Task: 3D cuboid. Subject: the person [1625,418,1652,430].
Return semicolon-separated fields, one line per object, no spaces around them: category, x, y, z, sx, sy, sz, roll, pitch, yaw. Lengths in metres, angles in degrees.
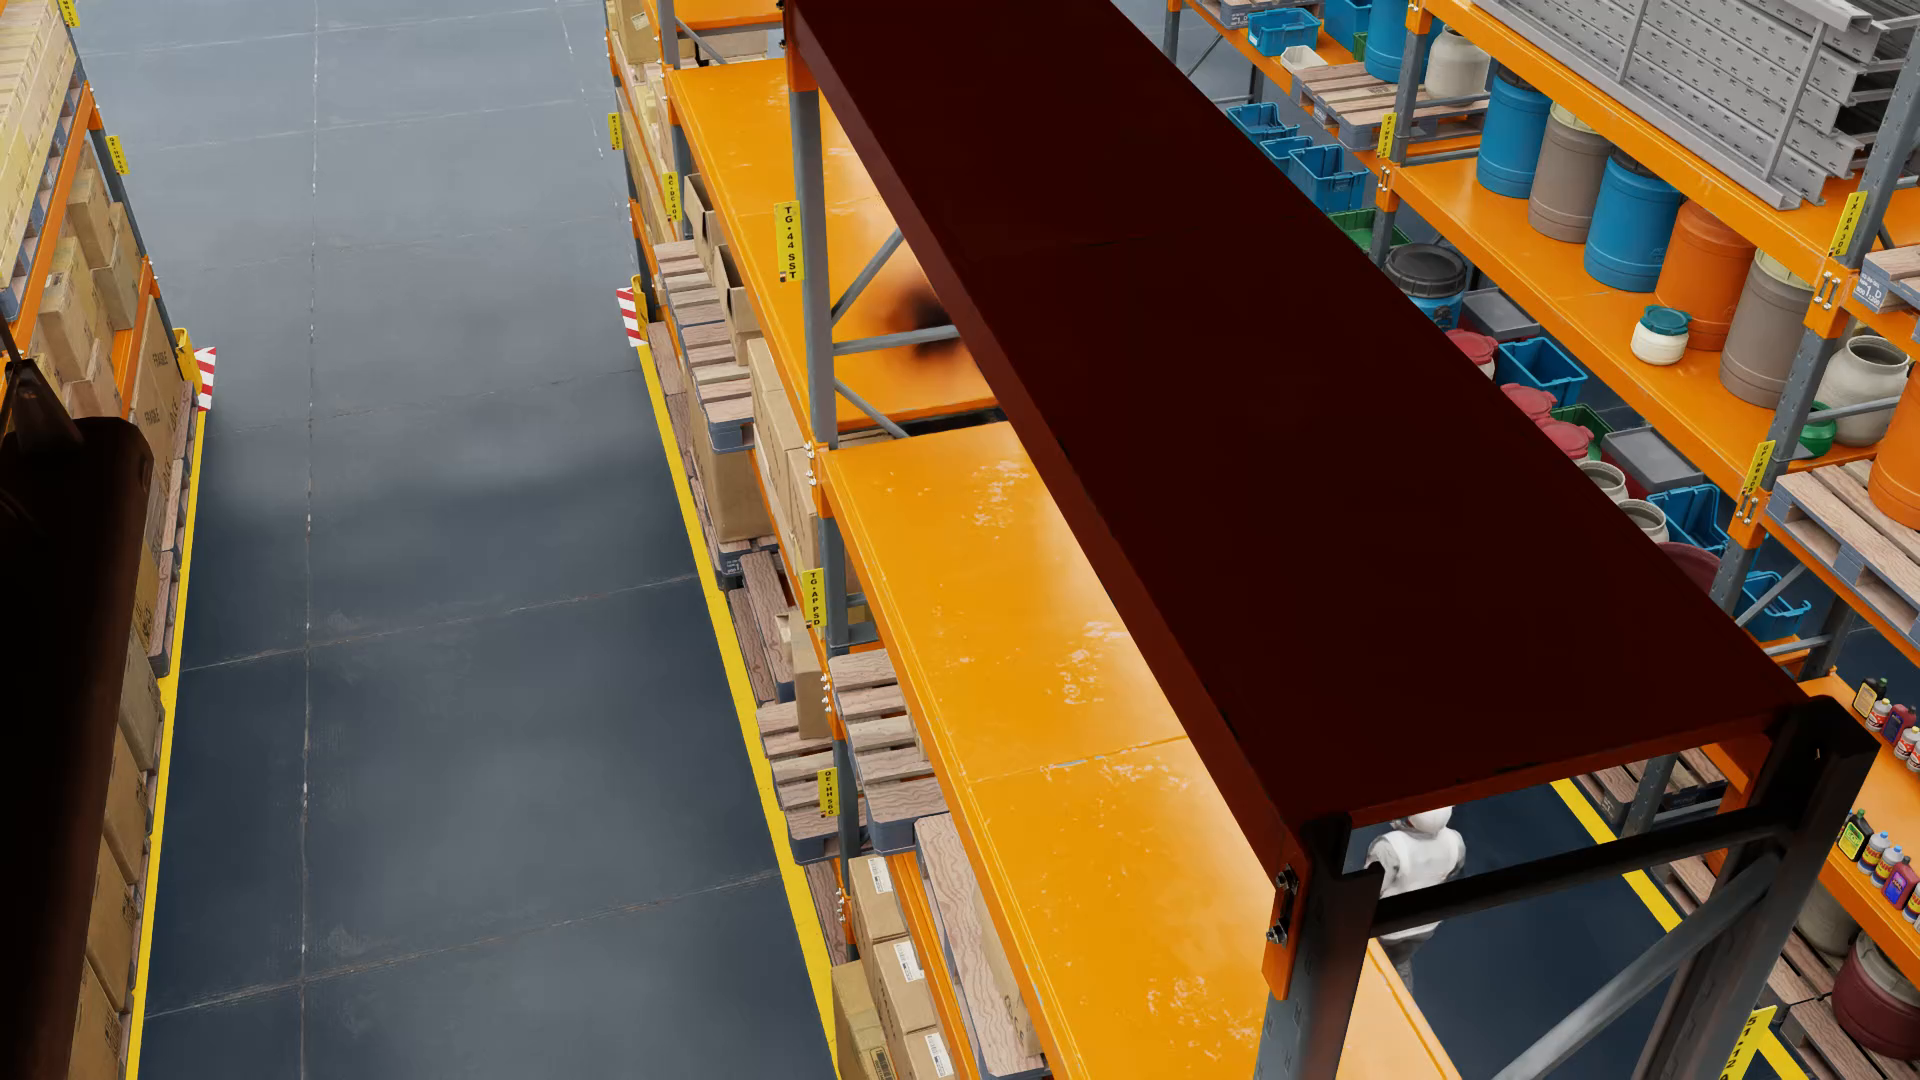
person;5.769;-1.397;13.178;0.709;1.775;0.770;-16;41;-19

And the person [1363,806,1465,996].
person;2.229;1.885;8.601;0.684;1.752;0.630;-9;39;-12
